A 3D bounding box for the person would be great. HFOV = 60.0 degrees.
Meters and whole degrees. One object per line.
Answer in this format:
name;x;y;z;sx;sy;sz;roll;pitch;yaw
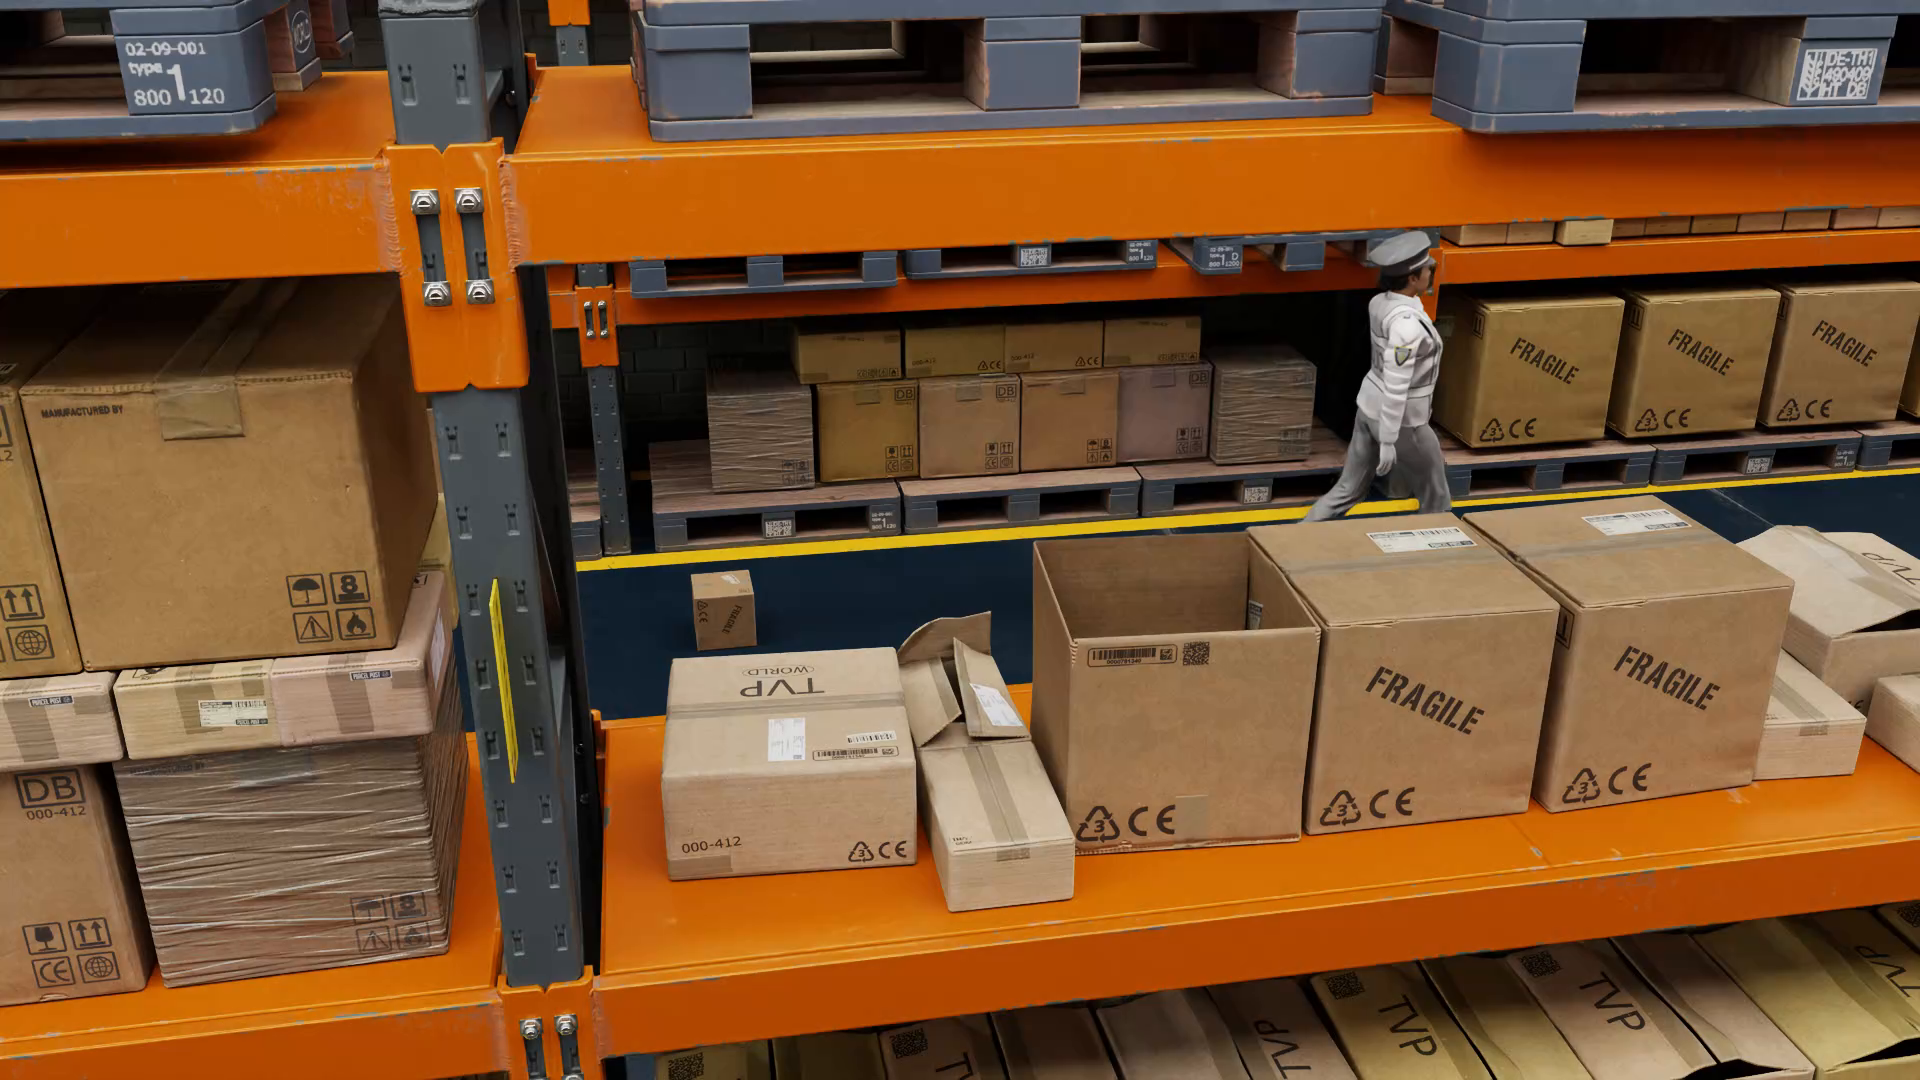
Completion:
person;1.950;-0.559;7.336;0.999;1.634;0.508;-3;24;-8
